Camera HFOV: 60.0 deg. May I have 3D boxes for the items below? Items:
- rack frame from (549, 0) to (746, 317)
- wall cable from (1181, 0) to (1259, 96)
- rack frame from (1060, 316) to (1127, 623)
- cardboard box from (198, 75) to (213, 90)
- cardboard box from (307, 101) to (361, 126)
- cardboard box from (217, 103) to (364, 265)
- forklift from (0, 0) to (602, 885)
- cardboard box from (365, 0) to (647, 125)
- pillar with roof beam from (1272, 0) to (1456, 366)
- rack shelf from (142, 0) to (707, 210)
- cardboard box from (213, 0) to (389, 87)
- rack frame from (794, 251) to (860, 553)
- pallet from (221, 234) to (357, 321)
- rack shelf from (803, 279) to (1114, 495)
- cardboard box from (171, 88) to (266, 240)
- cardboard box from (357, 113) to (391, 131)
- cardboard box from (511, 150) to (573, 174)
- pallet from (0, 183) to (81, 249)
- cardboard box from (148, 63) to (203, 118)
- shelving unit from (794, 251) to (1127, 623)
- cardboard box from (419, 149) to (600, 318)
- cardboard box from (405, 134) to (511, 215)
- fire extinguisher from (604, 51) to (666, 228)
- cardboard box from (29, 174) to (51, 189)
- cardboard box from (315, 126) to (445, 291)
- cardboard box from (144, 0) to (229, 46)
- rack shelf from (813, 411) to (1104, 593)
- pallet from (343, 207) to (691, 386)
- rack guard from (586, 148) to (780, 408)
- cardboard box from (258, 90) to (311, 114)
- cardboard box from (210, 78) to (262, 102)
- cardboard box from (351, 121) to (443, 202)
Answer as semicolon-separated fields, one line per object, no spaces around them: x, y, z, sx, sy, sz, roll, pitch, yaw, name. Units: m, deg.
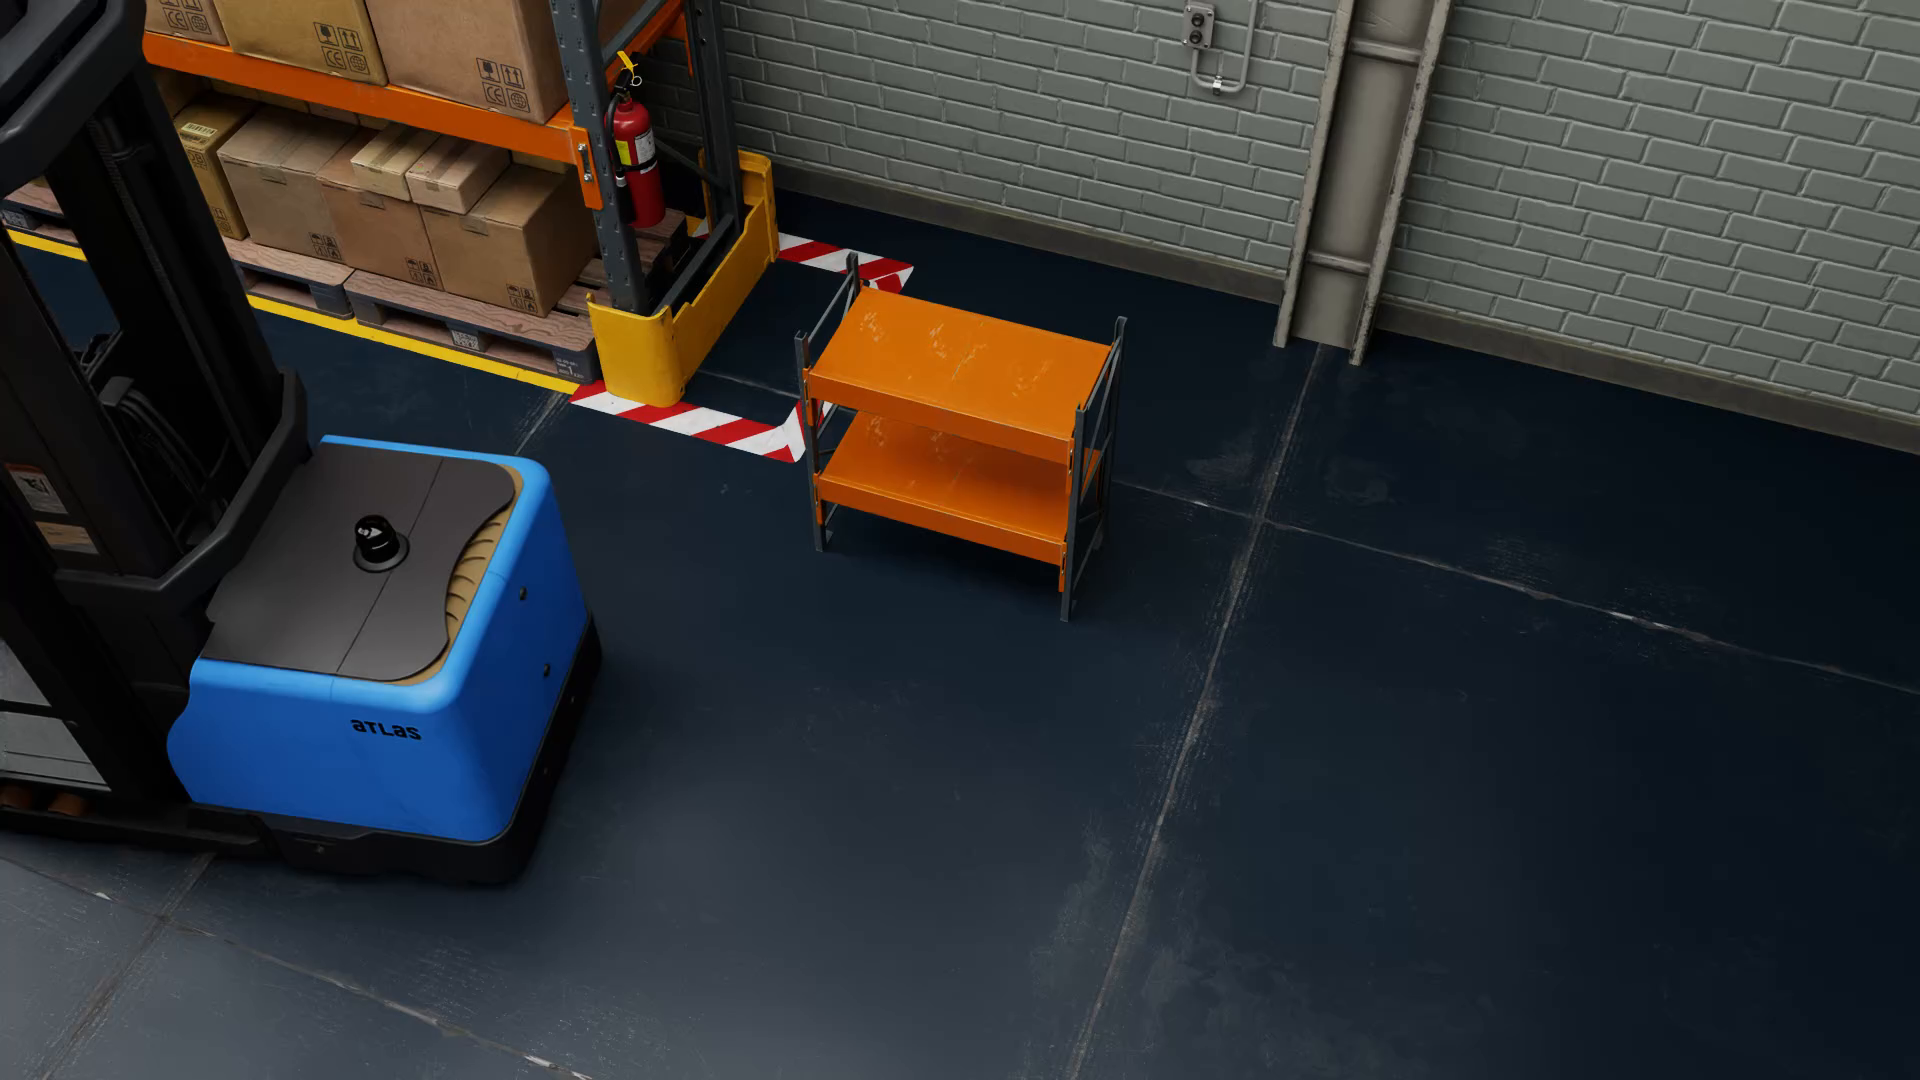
-1.210;-1.998;6.363;0.127;3.000;1.000;16;51;13;rack frame
0.319;-2.666;6.270;1.851;1.984;0.084;16;51;13;wall cable
0.483;-0.234;6.075;0.032;1.125;0.500;16;51;13;rack frame
-3.384;-2.215;7.498;0.250;0.149;0.380;16;51;14;cardboard box
-2.664;-2.015;7.325;0.250;0.149;0.380;16;51;14;cardboard box
-2.843;-1.691;7.474;0.500;0.500;0.700;14;51;12;cardboard box
-2.884;-0.330;4.963;3.031;2.935;1.130;7;49;6;forklift
-1.692;-2.222;6.359;0.700;0.700;0.980;18;51;15;cardboard box
0.131;-0.817;1.370;0.400;9.000;9.100;16;51;13;pillar with roof beam
-3.086;-2.286;7.089;4.000;0.370;1.077;16;51;13;rack shelf
-2.378;-2.405;6.518;0.700;0.700;0.980;15;51;13;cardboard box
-0.471;-0.500;6.305;0.032;1.125;0.500;16;51;13;rack frame
-3.128;-1.559;7.828;1.213;0.211;1.003;16;51;13;pallet
0.006;-0.558;5.969;1.000;0.278;0.538;16;51;13;rack shelf
-3.345;-1.826;7.590;0.500;0.500;0.700;17;51;14;cardboard box
-2.425;-1.948;7.267;0.250;0.149;0.380;16;51;13;cardboard box
-1.715;-1.750;7.096;0.250;0.149;0.380;16;51;13;cardboard box
-4.276;-1.877;8.104;1.213;0.211;1.003;16;51;13;pallet
-3.548;-1.952;7.271;0.250;0.149;0.380;14;51;12;cardboard box
0.006;-0.367;6.190;1.048;1.125;0.538;16;51;13;shelving unit
-1.901;-1.429;7.246;0.500;0.500;0.700;16;51;13;cardboard box
-2.085;-1.546;6.918;0.250;0.149;0.380;15;51;13;cardboard box
-1.228;-1.484;6.215;0.183;0.674;0.296;16;51;13;fire extinguisher
-4.296;-2.096;7.824;0.500;0.500;0.700;16;51;14;cardboard box
-2.371;-1.560;7.360;0.500;0.500;0.700;15;51;13;cardboard box
-3.090;-2.611;6.696;0.700;0.700;0.980;13;50;11;cardboard box
0.006;-0.207;6.375;1.000;0.278;0.538;16;51;13;rack shelf
-1.987;-1.238;7.550;1.213;0.211;1.003;16;51;13;pallet
-1.187;-1.173;7.302;0.348;0.500;1.175;16;51;13;rack guard
-2.905;-2.081;7.382;0.250;0.149;0.380;16;51;13;cardboard box
-3.142;-2.148;7.440;0.250;0.149;0.380;15;51;12;cardboard box
-2.325;-1.612;6.976;0.250;0.149;0.380;17;51;14;cardboard box
